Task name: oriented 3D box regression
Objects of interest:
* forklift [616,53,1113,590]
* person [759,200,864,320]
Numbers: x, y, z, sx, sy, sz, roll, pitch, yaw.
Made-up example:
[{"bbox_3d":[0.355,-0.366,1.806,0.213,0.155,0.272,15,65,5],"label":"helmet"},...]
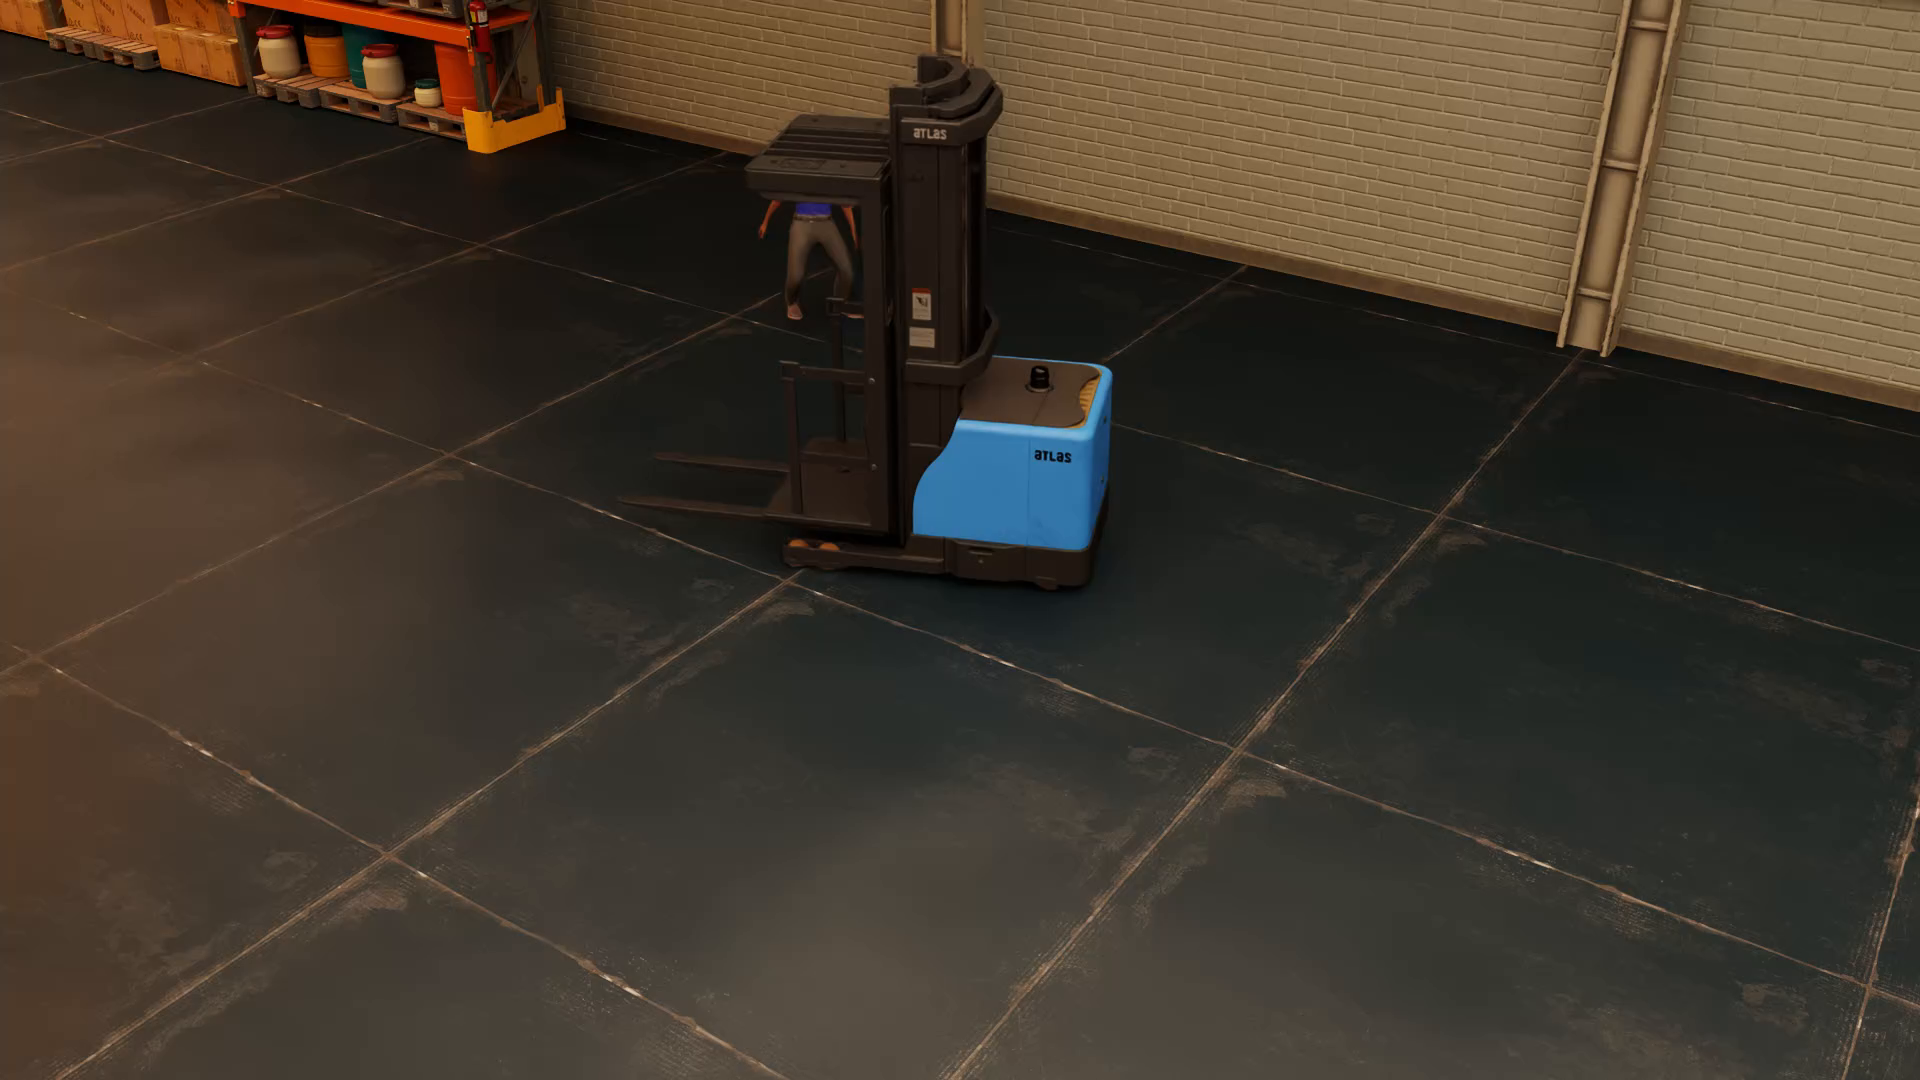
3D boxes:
[{"bbox_3d":[-0.620,-1.332,9.876,3.031,2.935,1.130,6,31,10],"label":"forklift"},{"bbox_3d":[-1.192,-2.498,13.242,0.815,1.582,0.461,-6,31,-9],"label":"person"}]
